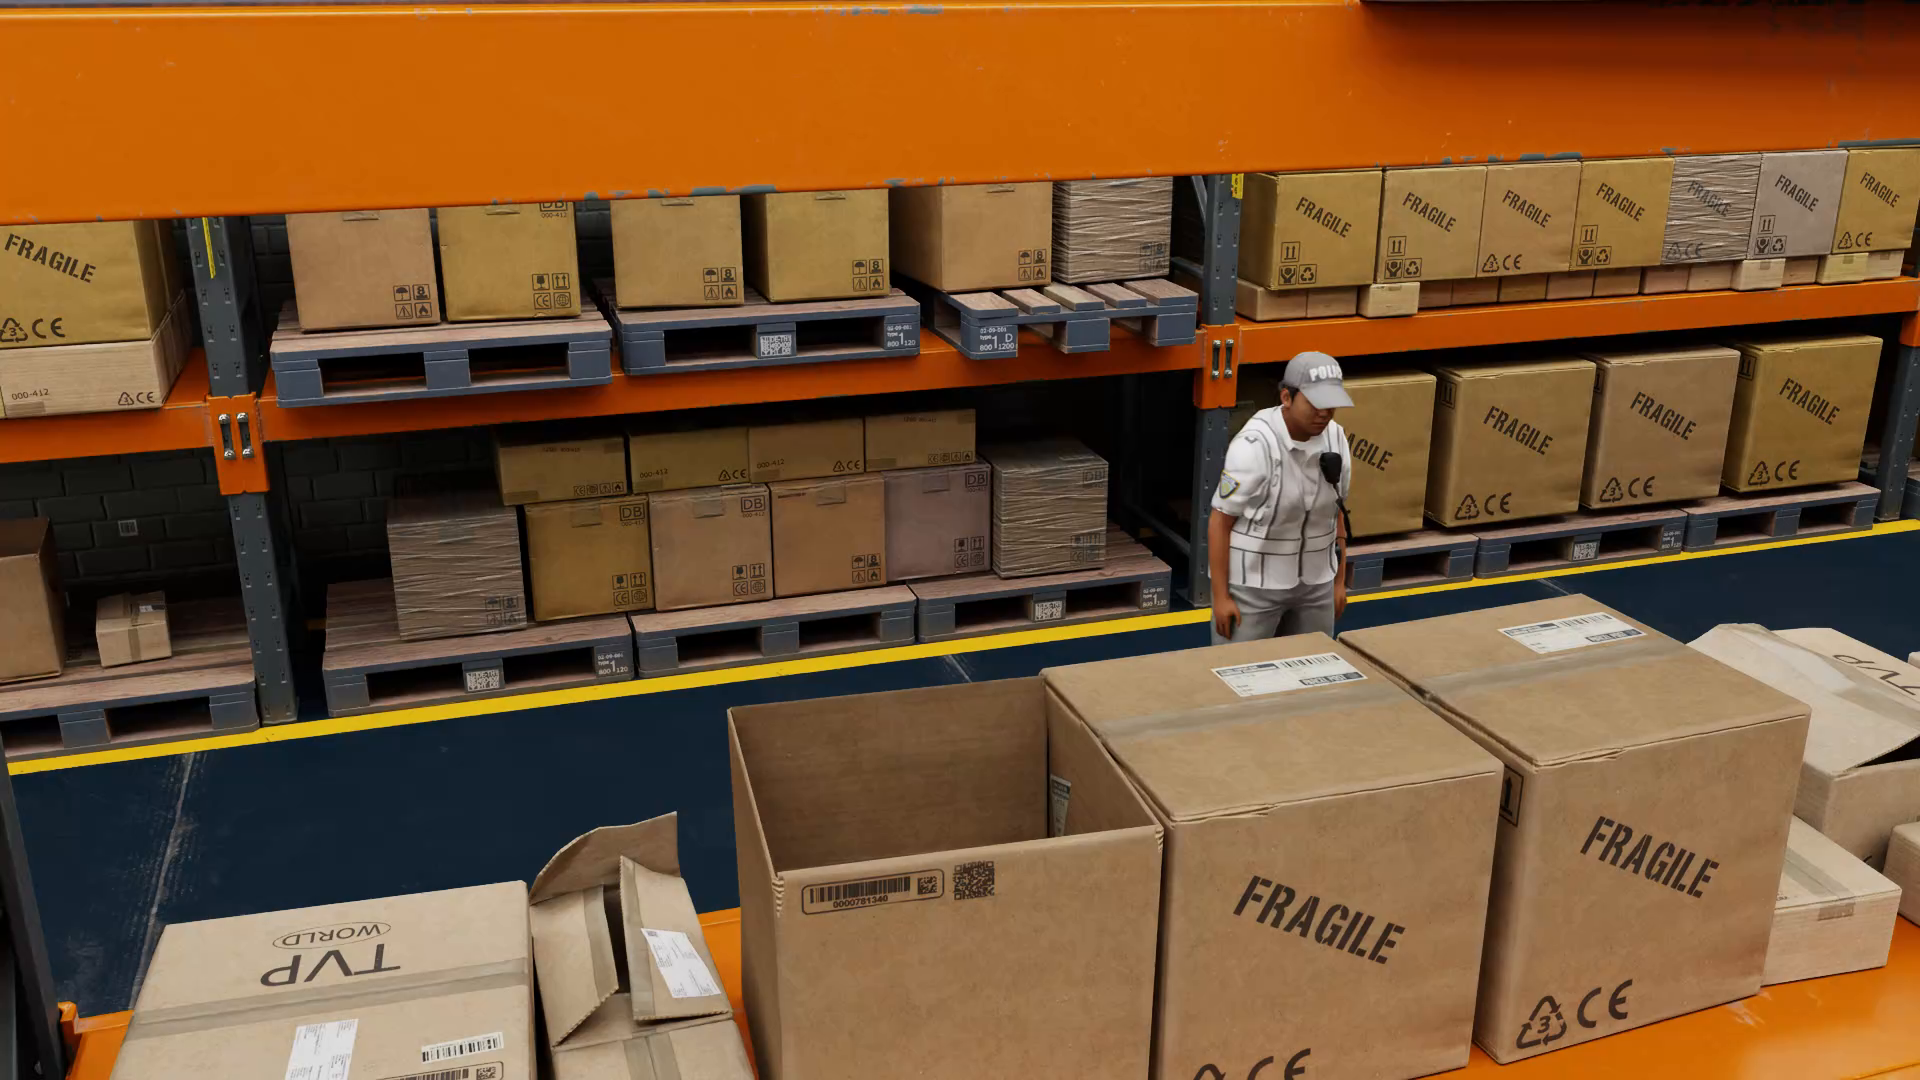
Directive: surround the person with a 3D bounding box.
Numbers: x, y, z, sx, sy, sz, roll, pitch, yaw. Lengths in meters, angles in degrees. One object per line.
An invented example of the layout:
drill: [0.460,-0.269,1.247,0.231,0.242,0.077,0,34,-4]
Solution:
person: [1.061,0.178,5.554,0.556,1.665,0.467,-7,21,-20]
